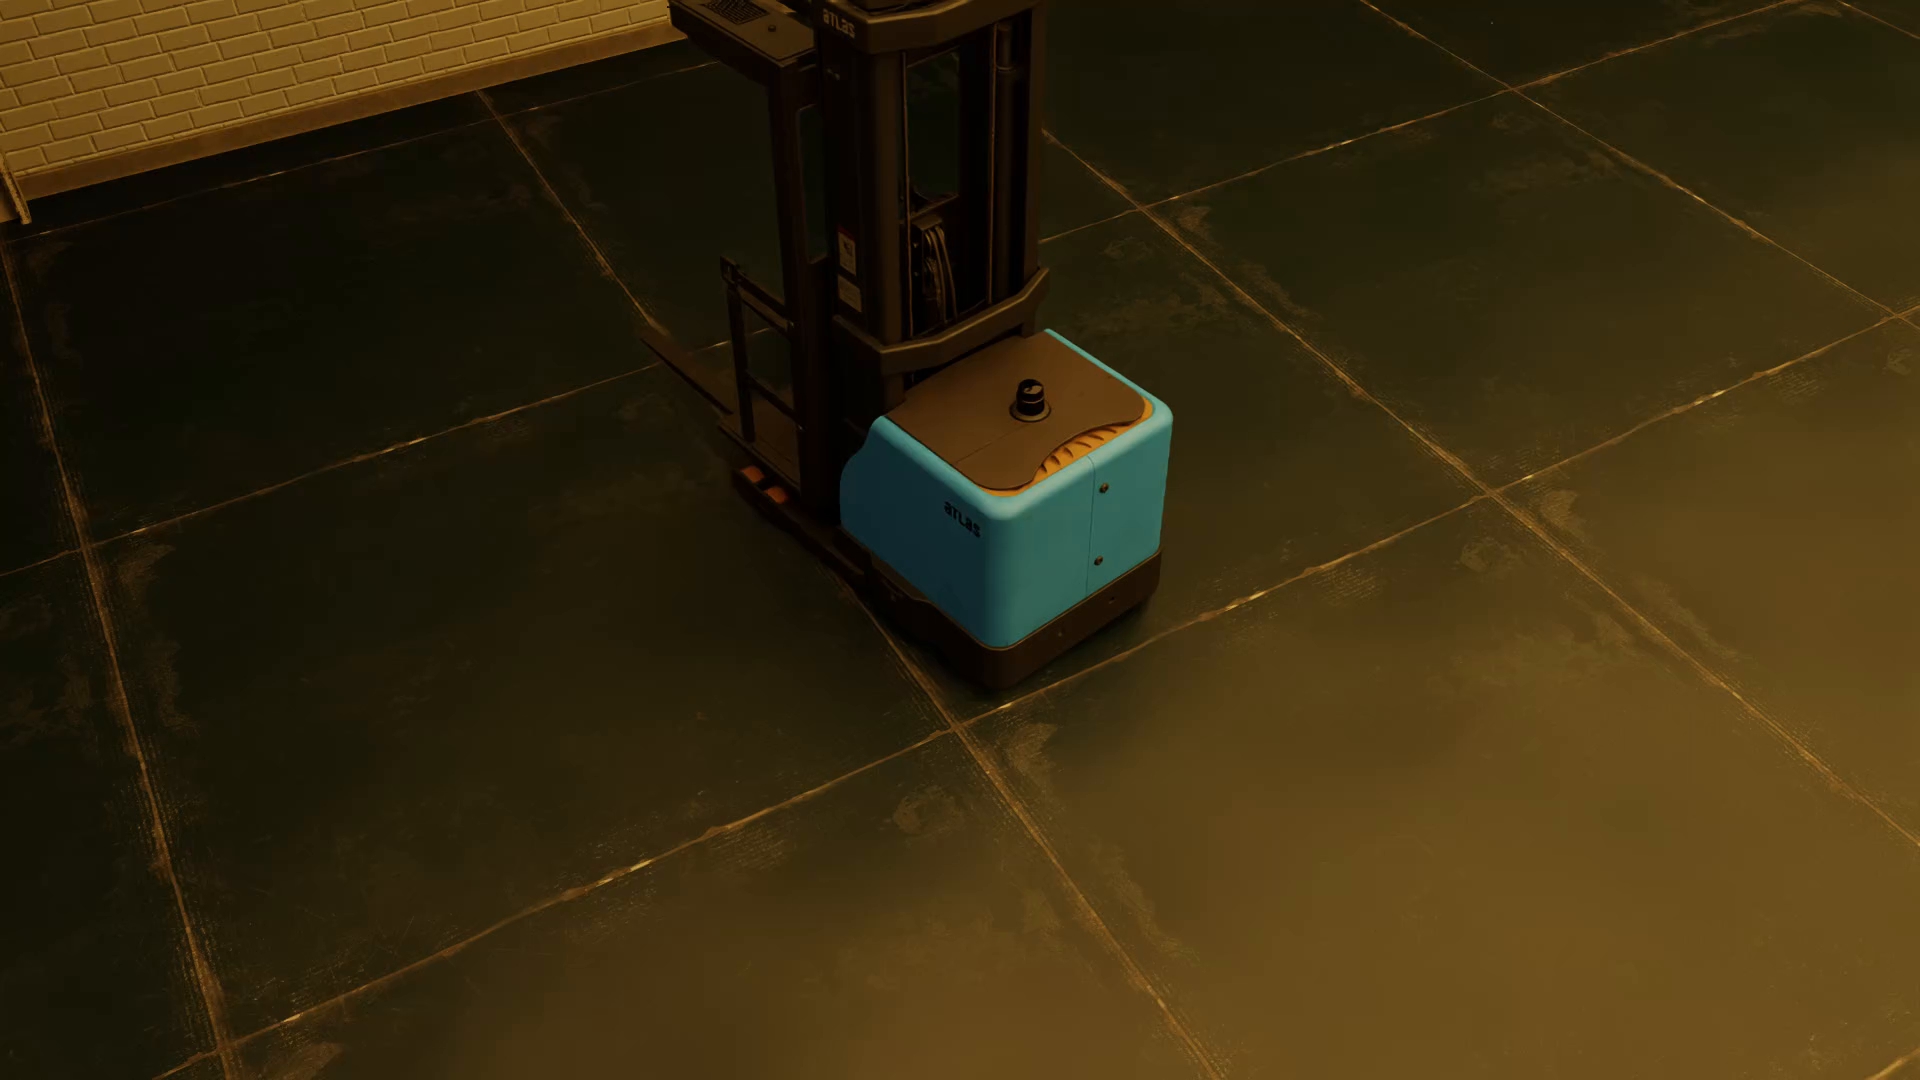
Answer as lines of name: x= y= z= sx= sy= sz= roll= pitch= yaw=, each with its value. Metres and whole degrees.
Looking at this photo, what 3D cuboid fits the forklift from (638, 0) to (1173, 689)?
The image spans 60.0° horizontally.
forklift: x=-0.445 y=-1.371 z=7.176 sx=1.130 sy=2.935 sz=3.031 roll=-30 pitch=51 yaw=-29
